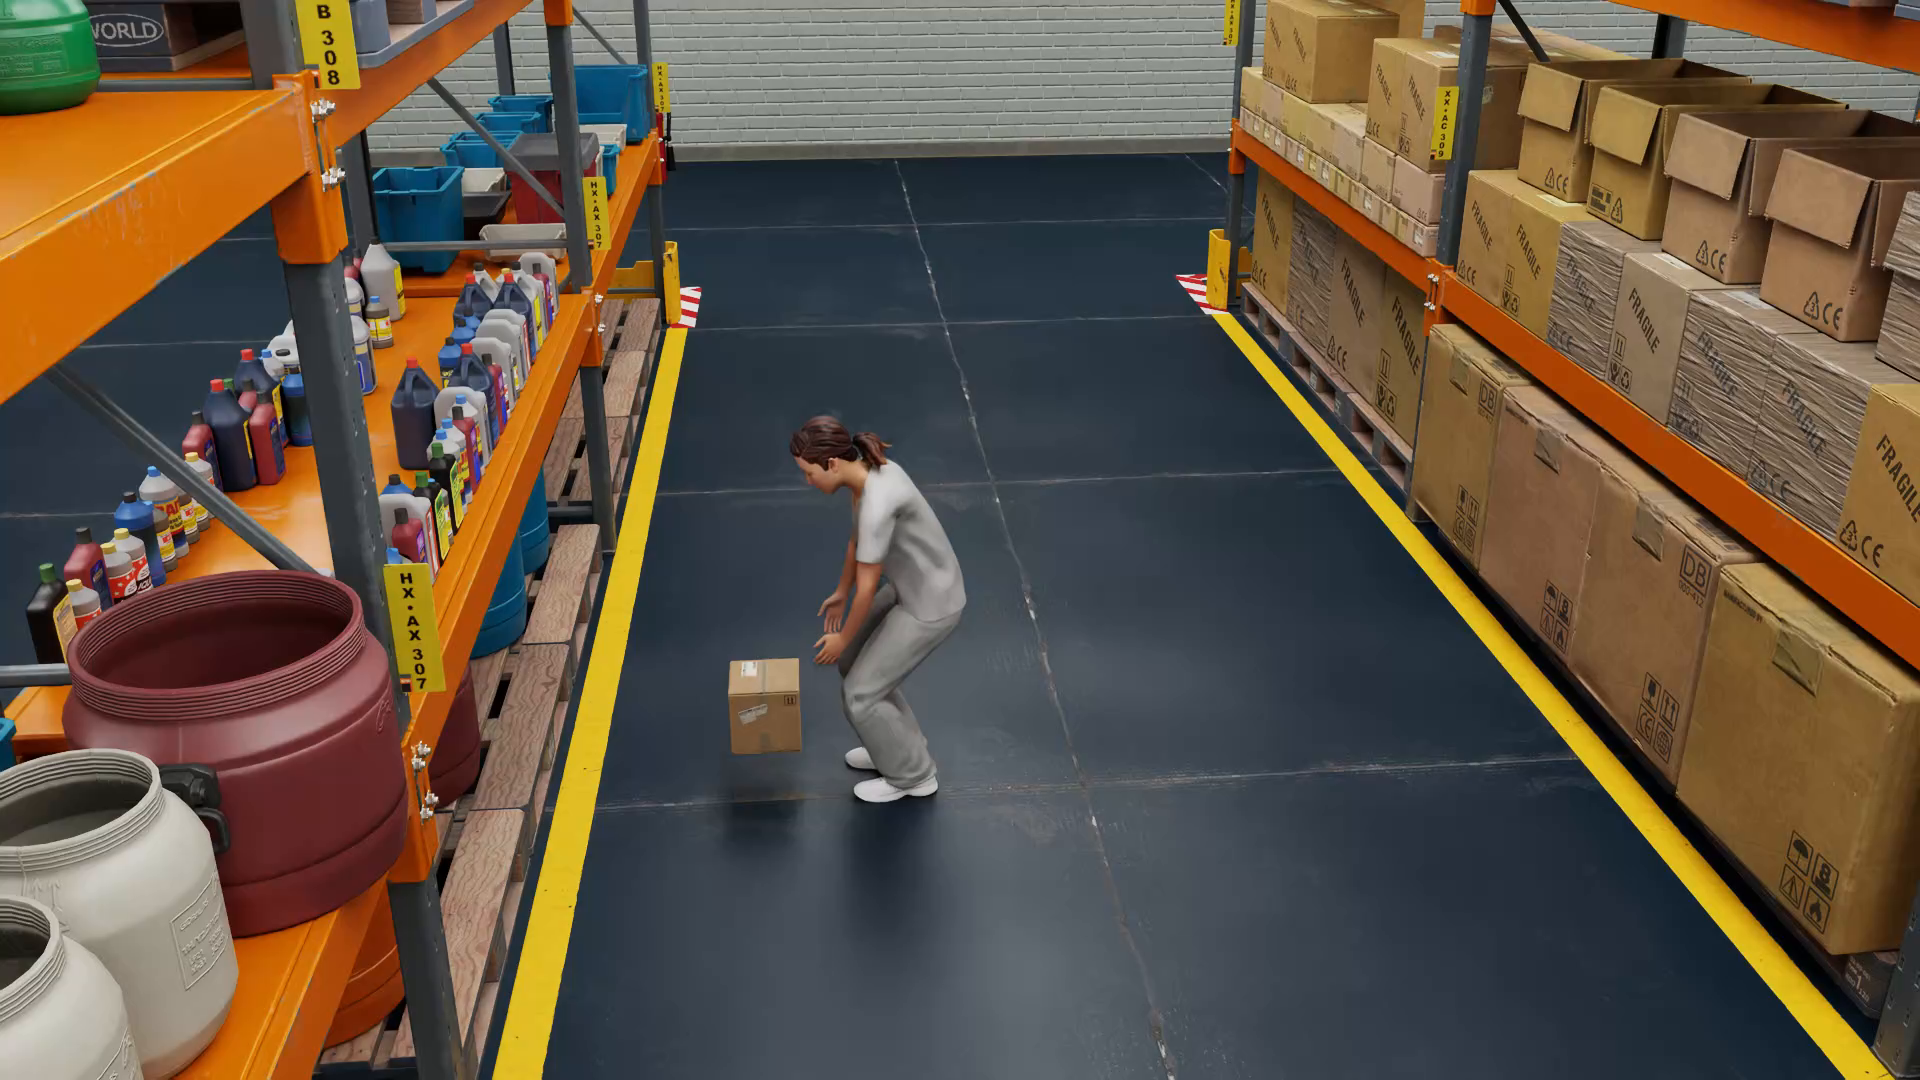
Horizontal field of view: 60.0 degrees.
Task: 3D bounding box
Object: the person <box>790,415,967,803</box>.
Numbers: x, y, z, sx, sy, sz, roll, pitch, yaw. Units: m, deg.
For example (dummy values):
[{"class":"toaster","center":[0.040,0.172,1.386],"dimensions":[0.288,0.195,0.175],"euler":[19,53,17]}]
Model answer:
[{"class":"person","center":[-0.275,0.260,5.859],"dimensions":[0.595,1.404,0.489],"euler":[-2,24,-5]}]
